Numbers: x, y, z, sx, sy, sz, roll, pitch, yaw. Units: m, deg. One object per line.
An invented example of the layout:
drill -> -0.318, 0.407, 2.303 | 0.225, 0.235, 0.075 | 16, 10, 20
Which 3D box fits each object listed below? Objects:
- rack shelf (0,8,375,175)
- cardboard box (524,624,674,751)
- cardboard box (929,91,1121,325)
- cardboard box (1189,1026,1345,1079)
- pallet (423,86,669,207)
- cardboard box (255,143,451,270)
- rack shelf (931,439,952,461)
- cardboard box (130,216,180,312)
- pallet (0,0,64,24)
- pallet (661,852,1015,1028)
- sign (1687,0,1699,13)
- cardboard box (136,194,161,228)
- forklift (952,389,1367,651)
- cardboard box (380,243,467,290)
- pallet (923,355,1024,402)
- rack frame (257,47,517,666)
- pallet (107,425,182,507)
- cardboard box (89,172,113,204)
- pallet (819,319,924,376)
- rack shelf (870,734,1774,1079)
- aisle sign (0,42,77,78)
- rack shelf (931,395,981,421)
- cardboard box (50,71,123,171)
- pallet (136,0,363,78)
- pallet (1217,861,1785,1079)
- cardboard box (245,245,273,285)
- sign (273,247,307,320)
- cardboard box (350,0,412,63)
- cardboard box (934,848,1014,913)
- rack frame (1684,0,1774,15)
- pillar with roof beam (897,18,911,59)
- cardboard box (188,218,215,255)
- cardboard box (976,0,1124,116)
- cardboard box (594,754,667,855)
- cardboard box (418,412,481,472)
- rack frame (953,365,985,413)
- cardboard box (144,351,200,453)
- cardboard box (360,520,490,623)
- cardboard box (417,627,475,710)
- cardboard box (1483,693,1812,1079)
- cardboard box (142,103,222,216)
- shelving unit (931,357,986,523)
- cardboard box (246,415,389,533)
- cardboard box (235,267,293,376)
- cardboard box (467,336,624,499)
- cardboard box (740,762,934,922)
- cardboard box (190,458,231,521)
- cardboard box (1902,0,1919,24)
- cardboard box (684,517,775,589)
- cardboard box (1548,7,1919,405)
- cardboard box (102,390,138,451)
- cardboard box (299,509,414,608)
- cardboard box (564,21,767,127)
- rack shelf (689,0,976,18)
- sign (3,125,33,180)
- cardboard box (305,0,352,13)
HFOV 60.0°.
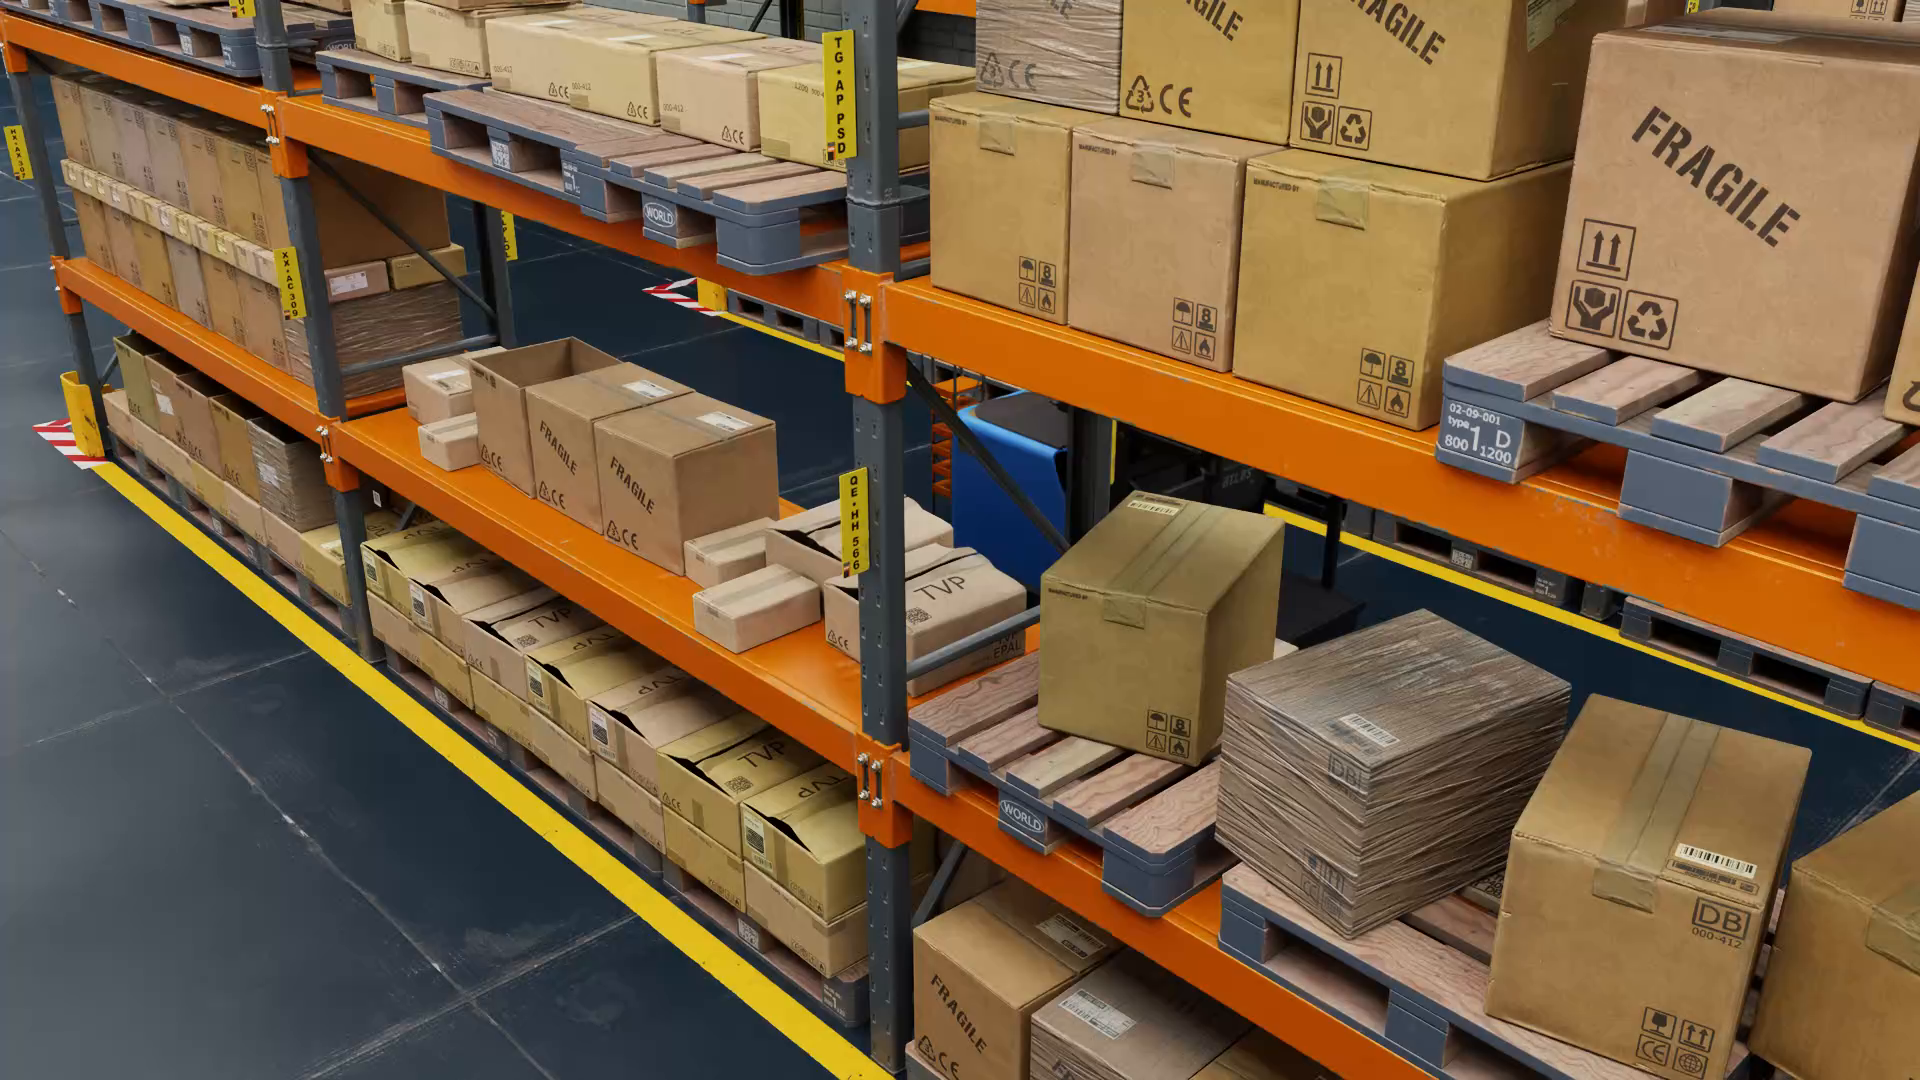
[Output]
rack shelf -> -4.005, -2.535, 8.946 | 1.077, 0.370, 4.000 | -21, 32, -38
cardboard box -> -1.485, 0.574, 7.009 | 0.500, 0.311, 0.500 | -20, 31, -37
cardboard box -> 0.419, -0.968, 4.522 | 0.910, 0.500, 0.500 | -21, 32, -38
cardboard box -> 0.900, 1.786, 4.702 | 0.500, 0.500, 0.500 | -22, 32, -39
pallet -> -1.199, -1.477, 5.987 | 1.003, 0.211, 1.213 | -19, 31, -36
cardboard box -> -2.946, -1.660, 8.092 | 0.700, 0.500, 0.500 | -21, 32, -38
rack shelf -> -0.010, -0.510, 9.529 | 0.258, 0.103, 0.180 | -21, 32, -38
cardboard box -> -4.364, -1.694, 9.730 | 0.700, 0.500, 0.500 | -21, 32, -38
pallet -> -4.907, -3.207, 9.658 | 1.003, 0.211, 1.213 | -21, 32, -38
pallet -> -0.438, 1.328, 6.584 | 1.003, 0.211, 1.213 | -21, 32, -38
sign -> 3.312, -2.533, 7.451 | 0.100, 0.325, 0.005 | -21, 32, -38
cardboard box -> -4.379, -1.875, 9.343 | 0.380, 0.149, 0.250 | -22, 32, -39
forklift -> 1.301, -0.706, 7.766 | 1.130, 2.935, 3.031 | -21, 32, -38
cardboard box -> -2.680, -1.369, 8.235 | 0.380, 0.149, 0.250 | -21, 32, -39
pallet -> 0.491, -1.223, 12.177 | 1.003, 0.211, 1.213 | -21, 32, -38
rack frame -> -2.638, -0.892, 8.091 | 1.000, 3.000, 0.127 | -21, 32, -38
pallet -> -4.818, -0.615, 10.844 | 1.003, 0.211, 1.213 | -21, 32, -38
cardboard box -> -4.909, -2.109, 9.857 | 0.380, 0.149, 0.250 | -21, 32, -38
pallet -> -0.347, -1.593, 12.987 | 1.003, 0.211, 1.213 | -21, 32, -38
rack shelf -> 1.463, 1.253, 4.256 | 1.077, 0.370, 4.000 | -21, 32, -38
aisle sign -> -5.640, -3.219, 10.061 | 0.394, 0.787, 0.004 | -21, 32, -38
rack shelf -> -0.010, -0.728, 9.429 | 0.258, 0.103, 0.180 | -21, 32, -38
cardboard box -> -5.026, -2.578, 10.104 | 0.700, 0.500, 0.500 | -21, 32, -38
pallet -> -3.240, -2.467, 8.037 | 1.003, 0.211, 1.213 | -21, 32, -38
pallet -> 1.429, 0.995, 4.186 | 1.003, 0.211, 1.213 | -21, 32, -38
cardboard box -> -3.328, -1.408, 8.321 | 0.380, 0.149, 0.250 | -22, 33, -40
sign -> -3.042, -1.164, 7.549 | 0.100, 0.325, 0.005 | -21, 32, -38
cardboard box -> -2.224, -2.190, 6.997 | 0.500, 0.250, 0.500 | -17, 30, -33
cardboard box -> -0.047, 1.138, 6.449 | 0.500, 0.250, 0.500 | -21, 32, -39
rack frame -> 3.710, -3.816, 7.272 | 1.000, 3.000, 0.127 | -21, 32, -38
pillar with roof beam -> -3.791, -5.052, 9.981 | 9.100, 9.000, 0.400 | -21, 32, -38
cardboard box -> -3.847, -1.639, 8.827 | 0.380, 0.149, 0.250 | -20, 31, -37
cardboard box -> 0.390, -1.411, 4.290 | 0.500, 0.500, 0.500 | -21, 32, -38
cardboard box -> -1.138, 0.981, 6.792 | 0.500, 0.250, 0.500 | -20, 31, -37
cardboard box -> -2.181, -0.451, 7.428 | 0.380, 0.149, 0.250 | -21, 32, -38
rack frame -> 0.053, -0.523, 9.450 | 0.240, 1.200, 0.006 | -21, 32, -38
cardboard box -> -4.473, -0.861, 9.926 | 0.500, 0.500, 0.500 | -21, 32, -38
cardboard box -> -2.537, 0.109, 8.029 | 0.500, 0.311, 0.500 | -21, 32, -38
cardboard box -> -2.195, 0.516, 7.812 | 0.500, 0.250, 0.500 | -20, 31, -37
cardboard box -> 1.578, 0.778, 3.805 | 0.500, 0.500, 0.700 | 15, 28, 29
cardboard box -> -3.975, -2.116, 9.092 | 0.700, 0.500, 0.500 | -21, 32, -38
shelving unit -> -0.010, -0.550, 9.511 | 0.258, 1.200, 0.189 | -21, 32, -38
cardboard box -> -3.448, -0.406, 8.930 | 0.500, 0.500, 0.500 | -21, 32, -38
cardboard box -> -3.311, -1.228, 8.707 | 0.700, 0.500, 0.500 | -22, 32, -39
cardboard box -> -1.765, -0.540, 7.200 | 0.500, 0.500, 0.500 | -19, 30, -35
cardboard box -> -0.442, 1.036, 5.996 | 0.500, 0.311, 0.500 | -20, 31, -37
cardboard box -> -4.144, -0.363, 9.739 | 0.500, 0.250, 0.500 | -21, 32, -38
cardboard box -> 4.483, -2.421, 7.177 | 0.500, 0.500, 0.700 | 22, 32, 39
cardboard box -> -0.817, 0.064, 6.299 | 0.380, 0.149, 0.250 | -18, 30, -35
cardboard box -> 1.626, -0.692, 3.291 | 0.600, 0.600, 0.600 | 22, 33, 40
cardboard box -> -5.168, -0.818, 10.736 | 0.500, 0.250, 0.500 | -21, 32, -38
cardboard box -> -3.114, 0.090, 8.747 | 0.500, 0.250, 0.500 | -21, 32, -38
cardboard box -> -1.009, -1.619, 5.746 | 0.500, 0.250, 0.500 | -22, 32, -39
rack shelf -> -0.391, -3.942, 12.029 | 1.077, 0.370, 4.000 | -21, 32, -38
sign -> -5.781, -2.378, 10.210 | 0.100, 0.325, 0.005 | -21, 32, -38
cardboard box -> -2.790, -2.784, 7.830 | 0.500, 0.500, 0.500 | -18, 30, -34
